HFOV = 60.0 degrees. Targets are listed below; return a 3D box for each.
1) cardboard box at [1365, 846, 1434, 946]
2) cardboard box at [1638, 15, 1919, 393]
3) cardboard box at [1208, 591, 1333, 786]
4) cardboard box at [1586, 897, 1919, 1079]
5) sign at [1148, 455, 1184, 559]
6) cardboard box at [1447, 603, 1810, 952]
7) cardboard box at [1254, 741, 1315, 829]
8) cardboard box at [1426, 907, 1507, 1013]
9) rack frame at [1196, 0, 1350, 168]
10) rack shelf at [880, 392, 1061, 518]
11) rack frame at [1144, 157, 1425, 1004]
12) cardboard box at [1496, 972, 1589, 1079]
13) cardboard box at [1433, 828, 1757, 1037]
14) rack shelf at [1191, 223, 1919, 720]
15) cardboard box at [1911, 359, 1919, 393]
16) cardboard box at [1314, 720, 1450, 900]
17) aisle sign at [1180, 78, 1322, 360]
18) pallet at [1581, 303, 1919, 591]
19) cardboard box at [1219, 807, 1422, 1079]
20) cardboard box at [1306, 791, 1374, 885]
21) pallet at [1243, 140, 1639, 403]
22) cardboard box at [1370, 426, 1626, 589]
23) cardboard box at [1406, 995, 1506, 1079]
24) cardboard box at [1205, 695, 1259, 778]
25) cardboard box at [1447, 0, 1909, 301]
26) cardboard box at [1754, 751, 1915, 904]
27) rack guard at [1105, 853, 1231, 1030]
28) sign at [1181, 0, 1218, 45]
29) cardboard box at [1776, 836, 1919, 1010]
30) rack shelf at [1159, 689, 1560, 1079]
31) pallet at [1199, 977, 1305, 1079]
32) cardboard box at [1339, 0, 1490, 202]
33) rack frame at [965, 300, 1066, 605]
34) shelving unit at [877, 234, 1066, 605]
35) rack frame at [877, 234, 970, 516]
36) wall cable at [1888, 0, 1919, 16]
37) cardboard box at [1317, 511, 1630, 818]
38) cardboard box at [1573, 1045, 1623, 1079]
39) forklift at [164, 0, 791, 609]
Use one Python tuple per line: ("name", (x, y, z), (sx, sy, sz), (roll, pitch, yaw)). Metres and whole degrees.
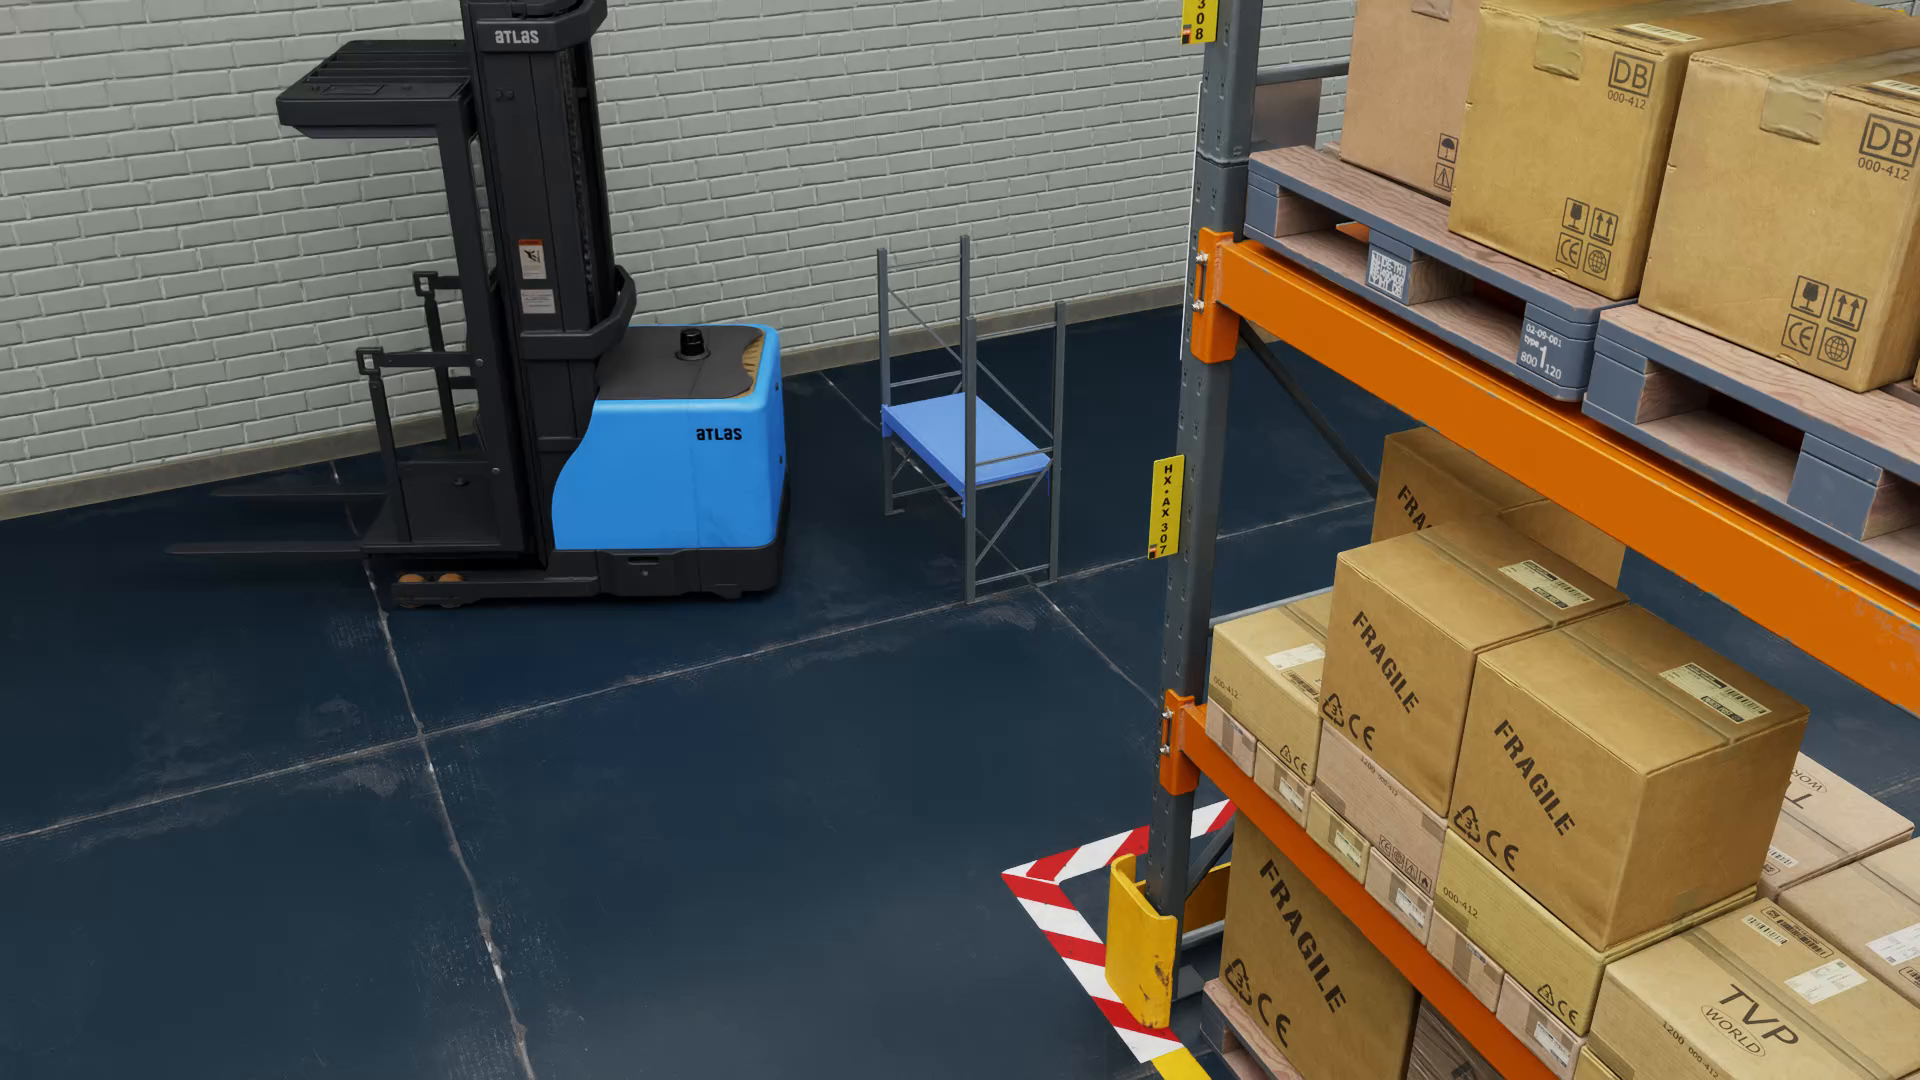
("cardboard box", (1.298, 0.880, 4.370), (0.380, 0.149, 0.250), (-14, 32, -23))
("cardboard box", (1.779, -0.664, 3.167), (0.700, 0.500, 0.500), (-15, 33, -25))
("cardboard box", (1.071, 0.408, 4.805), (0.500, 0.250, 0.500), (-14, 32, -23))
("cardboard box", (1.742, 1.088, 3.591), (0.500, 0.250, 0.500), (-14, 32, -23))
("sign", (0.605, -0.095, 4.886), (0.100, 0.325, 0.005), (-13, 32, -22))
("cardboard box", (1.514, 0.529, 3.821), (0.500, 0.500, 0.500), (-14, 32, -23))
("cardboard box", (1.075, 0.652, 4.777), (0.380, 0.149, 0.250), (-14, 32, -23))
("cardboard box", (1.406, 0.993, 4.169), (0.380, 0.149, 0.250), (-14, 32, -23))
("rack frame", (1.109, -2.413, 3.853), (1.000, 3.000, 0.127), (-13, 32, -22))
("rack shelf", (0.037, -0.460, 8.404), (0.538, 0.185, 1.000), (-13, 32, -22))
("rack frame", (1.109, 0.204, 5.320), (1.000, 3.000, 0.127), (-13, 32, -22))
("cardboard box", (1.518, 1.107, 3.966), (0.380, 0.149, 0.250), (-13, 32, -23))
("cardboard box", (1.513, 0.859, 4.000), (0.500, 0.250, 0.500), (-14, 32, -24))
("rack shelf", (1.968, 0.093, 3.187), (1.077, 0.370, 4.000), (-13, 32, -22))
("cardboard box", (2.113, -0.440, 2.768), (0.700, 0.500, 0.500), (-12, 31, -20))
("cardboard box", (1.300, 0.636, 4.398), (0.500, 0.250, 0.500), (-13, 32, -23))
("aisle sign", (0.807, -0.899, 4.628), (0.394, 0.787, 0.004), (-13, 32, -22))
("pallet", (1.965, -0.201, 3.065), (1.003, 0.211, 1.213), (-13, 32, -22))
("cardboard box", (1.456, 1.213, 5.263), (0.875, 0.875, 0.875), (-13, 32, -22))
("cardboard box", (1.185, 0.765, 4.575), (0.380, 0.149, 0.250), (-14, 32, -23))
("pallet", (1.437, -0.740, 4.027), (1.003, 0.211, 1.213), (-13, 32, -22))
("cardboard box", (1.556, -0.028, 4.815), (0.500, 0.500, 0.500), (-13, 32, -21))
("cardboard box", (1.847, 1.615, 4.546), (0.875, 0.875, 0.875), (-13, 32, -22))
("cardboard box", (0.963, 0.539, 4.978), (0.380, 0.149, 0.250), (-13, 32, -21))
("cardboard box", (1.513, -0.883, 3.557), (0.700, 0.500, 0.500), (-14, 32, -24))
("cardboard box", (1.993, 0.747, 4.201), (0.500, 0.250, 0.500), (-14, 32, -24))
("rack guard", (1.099, 1.283, 5.950), (1.175, 0.500, 0.348), (-13, 32, -22))
("sign", (0.605, -1.407, 4.150), (0.100, 0.325, 0.005), (-13, 32, -22))
("cardboard box", (2.220, 0.976, 3.792), (0.500, 0.250, 0.500), (-13, 32, -22))
("rack shelf", (1.968, 1.401, 3.920), (1.077, 0.370, 4.000), (-13, 32, -22))
("pallet", (1.523, 1.757, 5.401), (1.003, 0.211, 1.213), (-13, 32, -22))
("cardboard box", (1.381, -1.157, 4.045), (0.700, 0.500, 0.500), (-15, 33, -25))
("rack frame", (0.255, -0.392, 7.916), (0.500, 1.500, 0.032), (-13, 32, -22))
("shelving unit", (0.037, -0.616, 8.316), (0.538, 1.500, 1.048), (-13, 32, -22))
("rack frame", (-0.182, -0.841, 8.716), (0.500, 1.500, 0.032), (-13, 32, -22))
("wall cable", (7.618, -4.820, 13.208), (0.585, 1.953, 0.123), (-13, 32, -22))
("cardboard box", (1.286, 0.302, 4.227), (0.500, 0.500, 0.500), (-14, 32, -23))
("cardboard box", (1.625, 1.219, 3.767), (0.380, 0.149, 0.250), (-14, 32, -23))
("forklift", (-2.418, -1.205, 7.902), (3.031, 2.935, 1.130), (-1, 29, -1))
